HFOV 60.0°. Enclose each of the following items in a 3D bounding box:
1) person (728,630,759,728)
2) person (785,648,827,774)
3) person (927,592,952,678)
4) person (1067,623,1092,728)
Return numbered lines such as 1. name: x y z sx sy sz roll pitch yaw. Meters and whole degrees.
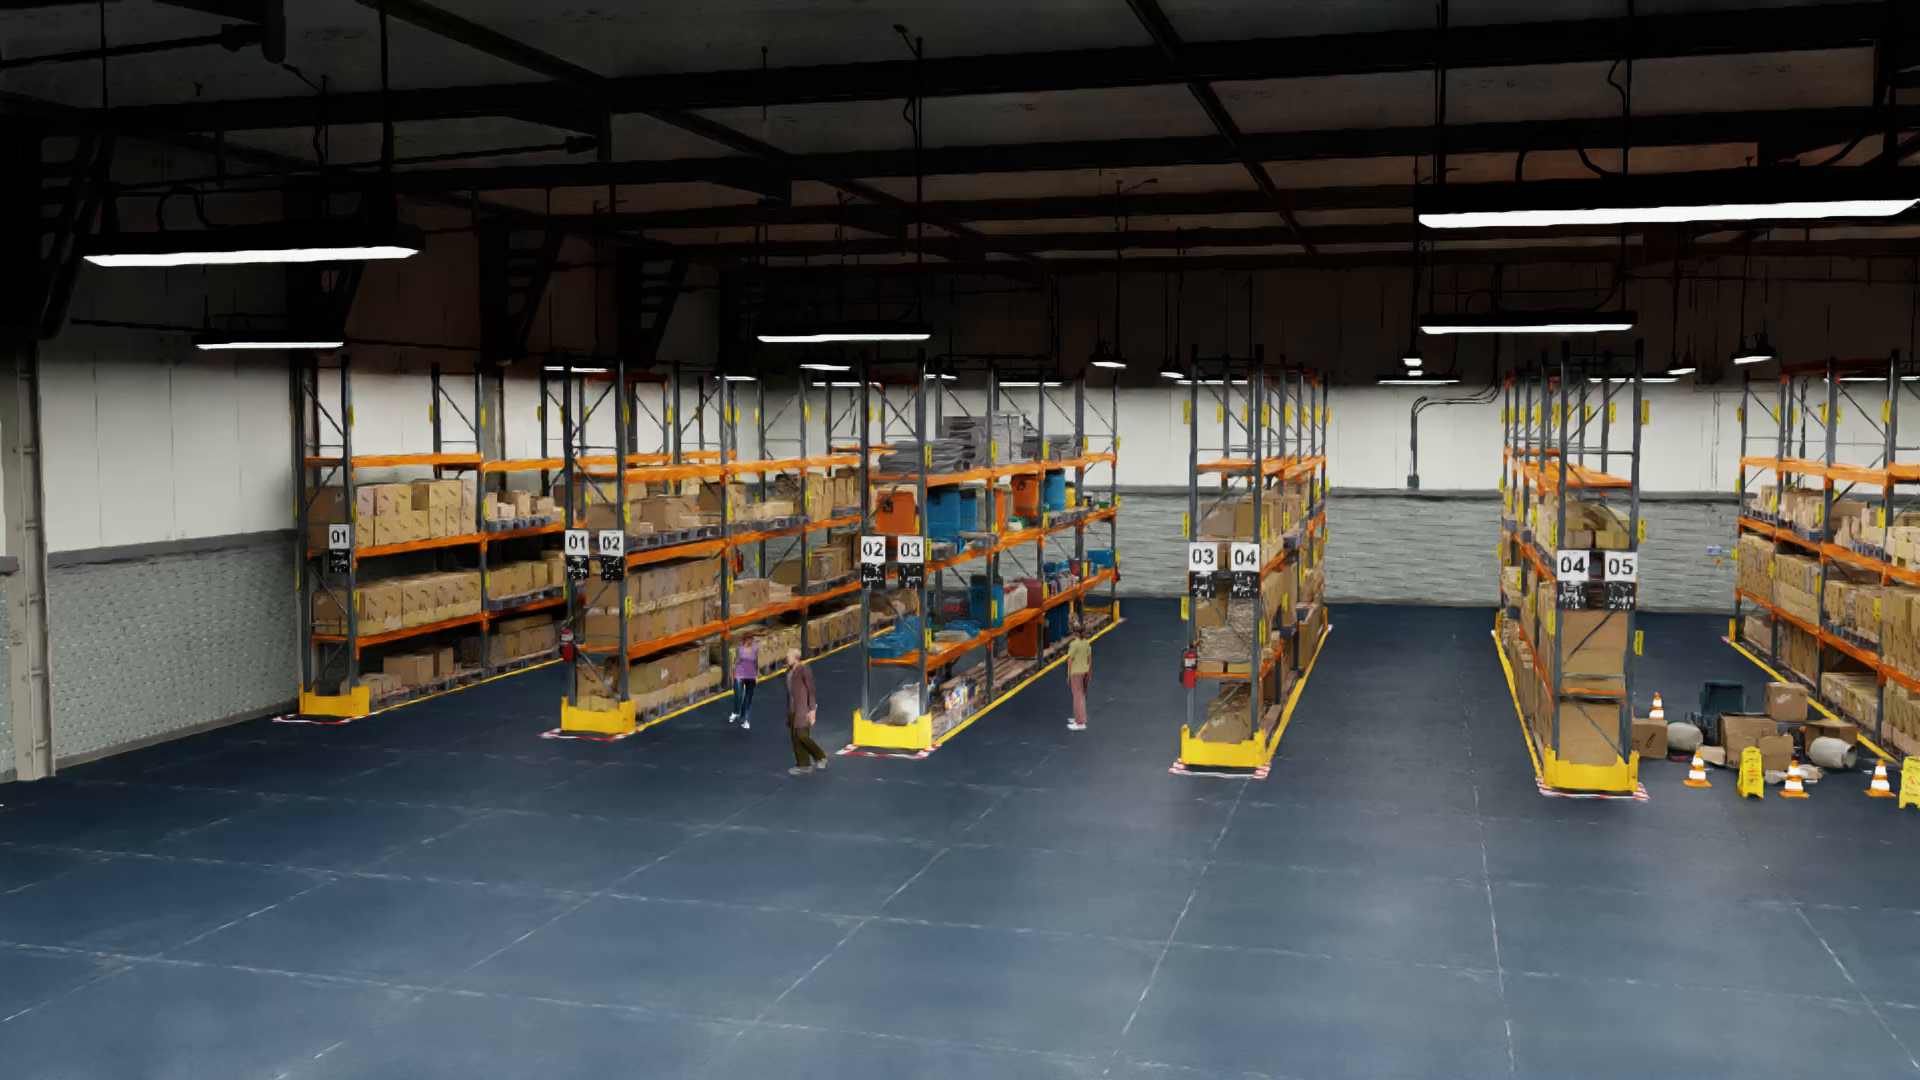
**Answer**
1. person: -3.455 2.214 26.610 0.477 1.589 0.443 -2 5 -23
2. person: -2.155 2.378 23.251 0.574 1.773 0.619 -3 6 -39
3. person: -0.381 1.800 31.674 0.677 1.673 0.530 1 4 14
4. person: 1.880 2.151 26.685 0.559 1.668 0.569 -4 6 -44
